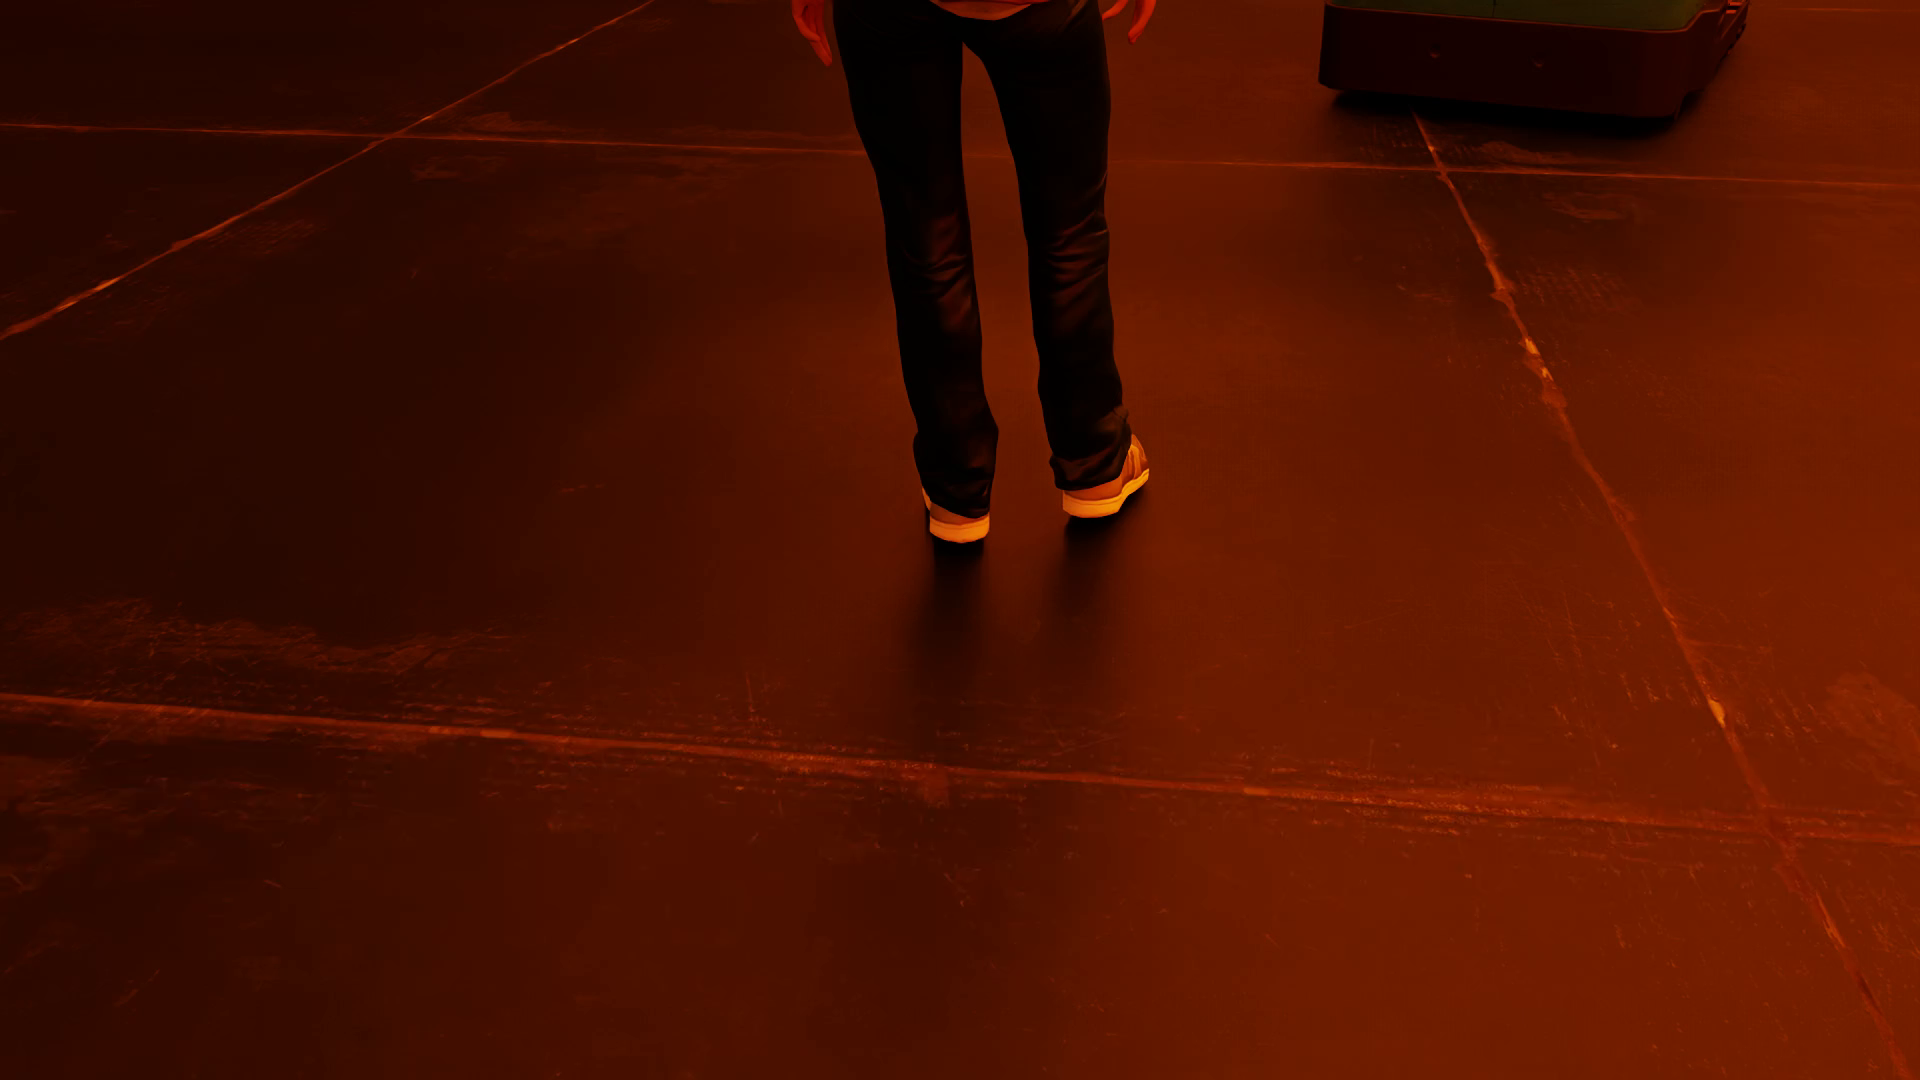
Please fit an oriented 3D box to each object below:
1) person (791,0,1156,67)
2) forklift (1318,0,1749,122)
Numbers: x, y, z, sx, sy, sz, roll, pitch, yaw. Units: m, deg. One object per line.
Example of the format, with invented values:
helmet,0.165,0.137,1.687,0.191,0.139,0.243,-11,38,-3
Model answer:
person,0.002,-1.012,1.967,0.502,0.921,0.256,3,27,7
forklift,2.265,-3.144,5.519,1.130,2.935,3.031,13,30,25
